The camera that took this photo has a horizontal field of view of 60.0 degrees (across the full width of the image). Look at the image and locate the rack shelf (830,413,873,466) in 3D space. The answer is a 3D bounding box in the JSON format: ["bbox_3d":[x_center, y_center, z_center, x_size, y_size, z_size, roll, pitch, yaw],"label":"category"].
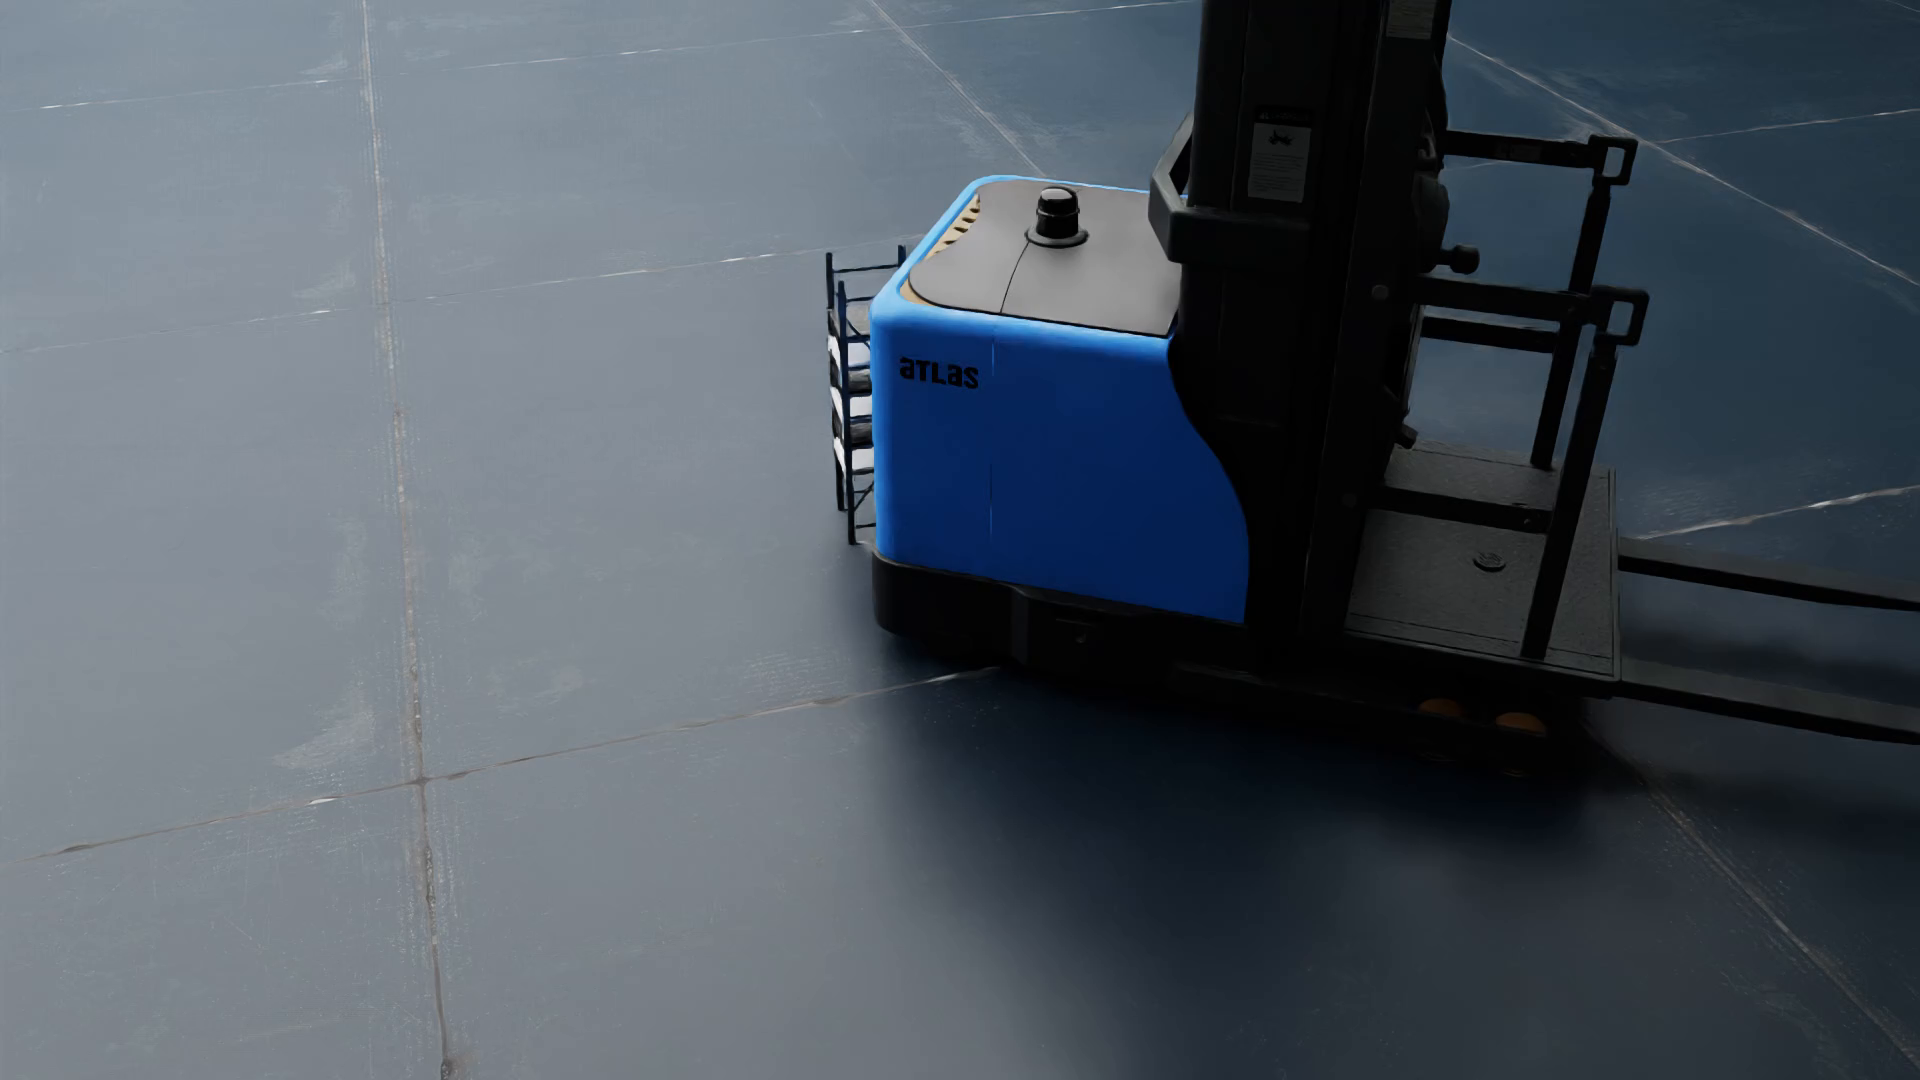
[{"bbox_3d":[-0.256,-0.328,5.153,0.258,0.077,0.200,-8,34,-11],"label":"rack shelf"}]

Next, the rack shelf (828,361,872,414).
[{"bbox_3d":[-0.256,-0.478,5.054,0.258,0.077,0.200,-8,34,-11],"label":"rack shelf"}]

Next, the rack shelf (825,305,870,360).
[{"bbox_3d":[-0.256,-0.628,4.955,0.258,0.077,0.200,-8,34,-11],"label":"rack shelf"}]

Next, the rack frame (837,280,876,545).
[{"bbox_3d":[-0.232,-0.376,5.003,0.240,0.900,0.006,-8,34,-11],"label":"rack frame"}]

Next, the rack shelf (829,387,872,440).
[{"bbox_3d":[-0.256,-0.403,5.104,0.258,0.077,0.200,-8,34,-11],"label":"rack shelf"}]

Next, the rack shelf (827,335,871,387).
[{"bbox_3d":[-0.256,-0.553,5.005,0.258,0.077,0.200,-8,34,-11],"label":"rack shelf"}]

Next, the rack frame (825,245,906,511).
[{"bbox_3d":[-0.280,-0.485,5.168,0.240,0.900,0.006,-8,34,-11],"label":"rack frame"}]

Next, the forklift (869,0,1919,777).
[{"bbox_3d":[1.327,-0.938,4.010,3.031,2.935,1.130,10,35,14],"label":"forklift"}]

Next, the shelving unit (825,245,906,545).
[{"bbox_3d":[-0.256,-0.431,5.085,0.258,0.900,0.210,-8,34,-11],"label":"shelving unit"}]

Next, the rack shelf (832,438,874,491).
[{"bbox_3d":[-0.256,-0.253,5.203,0.258,0.077,0.200,-8,34,-11],"label":"rack shelf"}]
